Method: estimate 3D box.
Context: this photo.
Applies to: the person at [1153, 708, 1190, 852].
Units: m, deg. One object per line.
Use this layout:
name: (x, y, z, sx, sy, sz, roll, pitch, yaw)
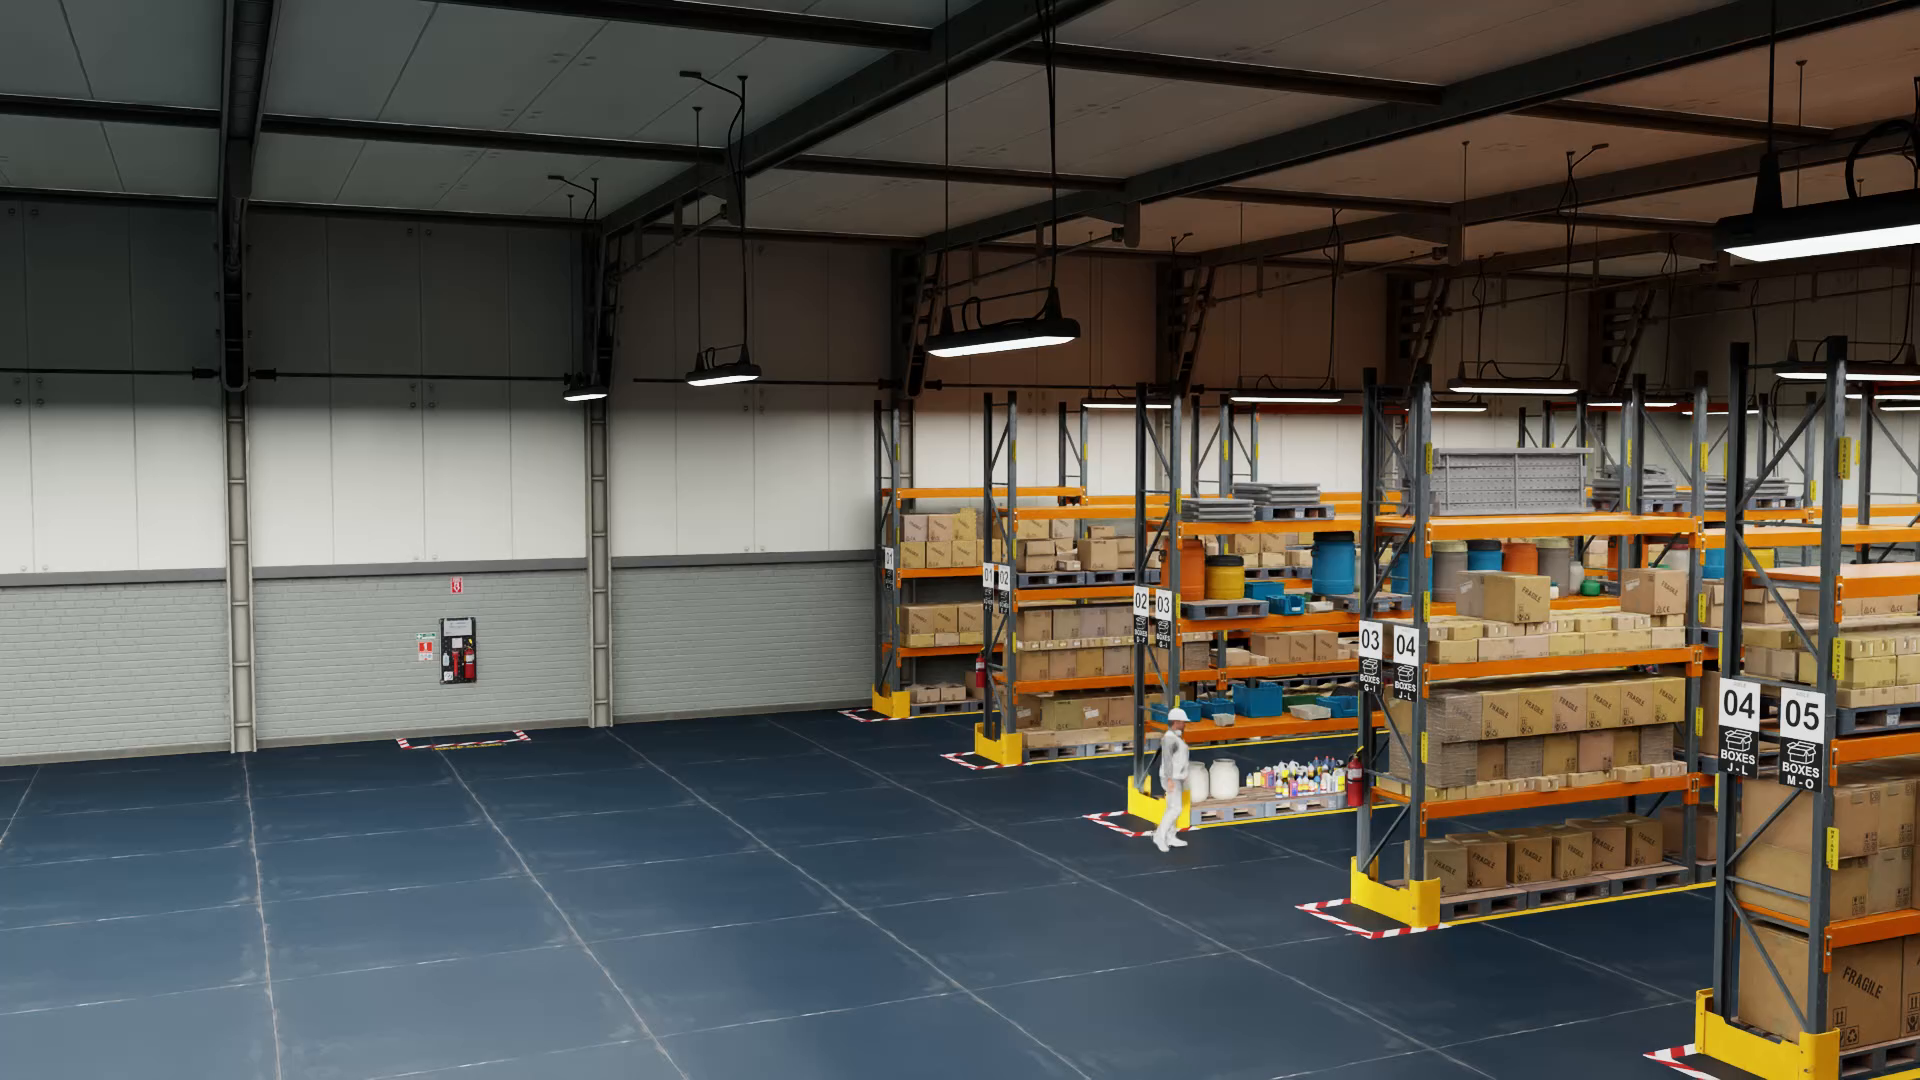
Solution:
person: (2.713, 3.059, 21.268, 0.440, 1.817, 0.587, 1, 3, 17)
